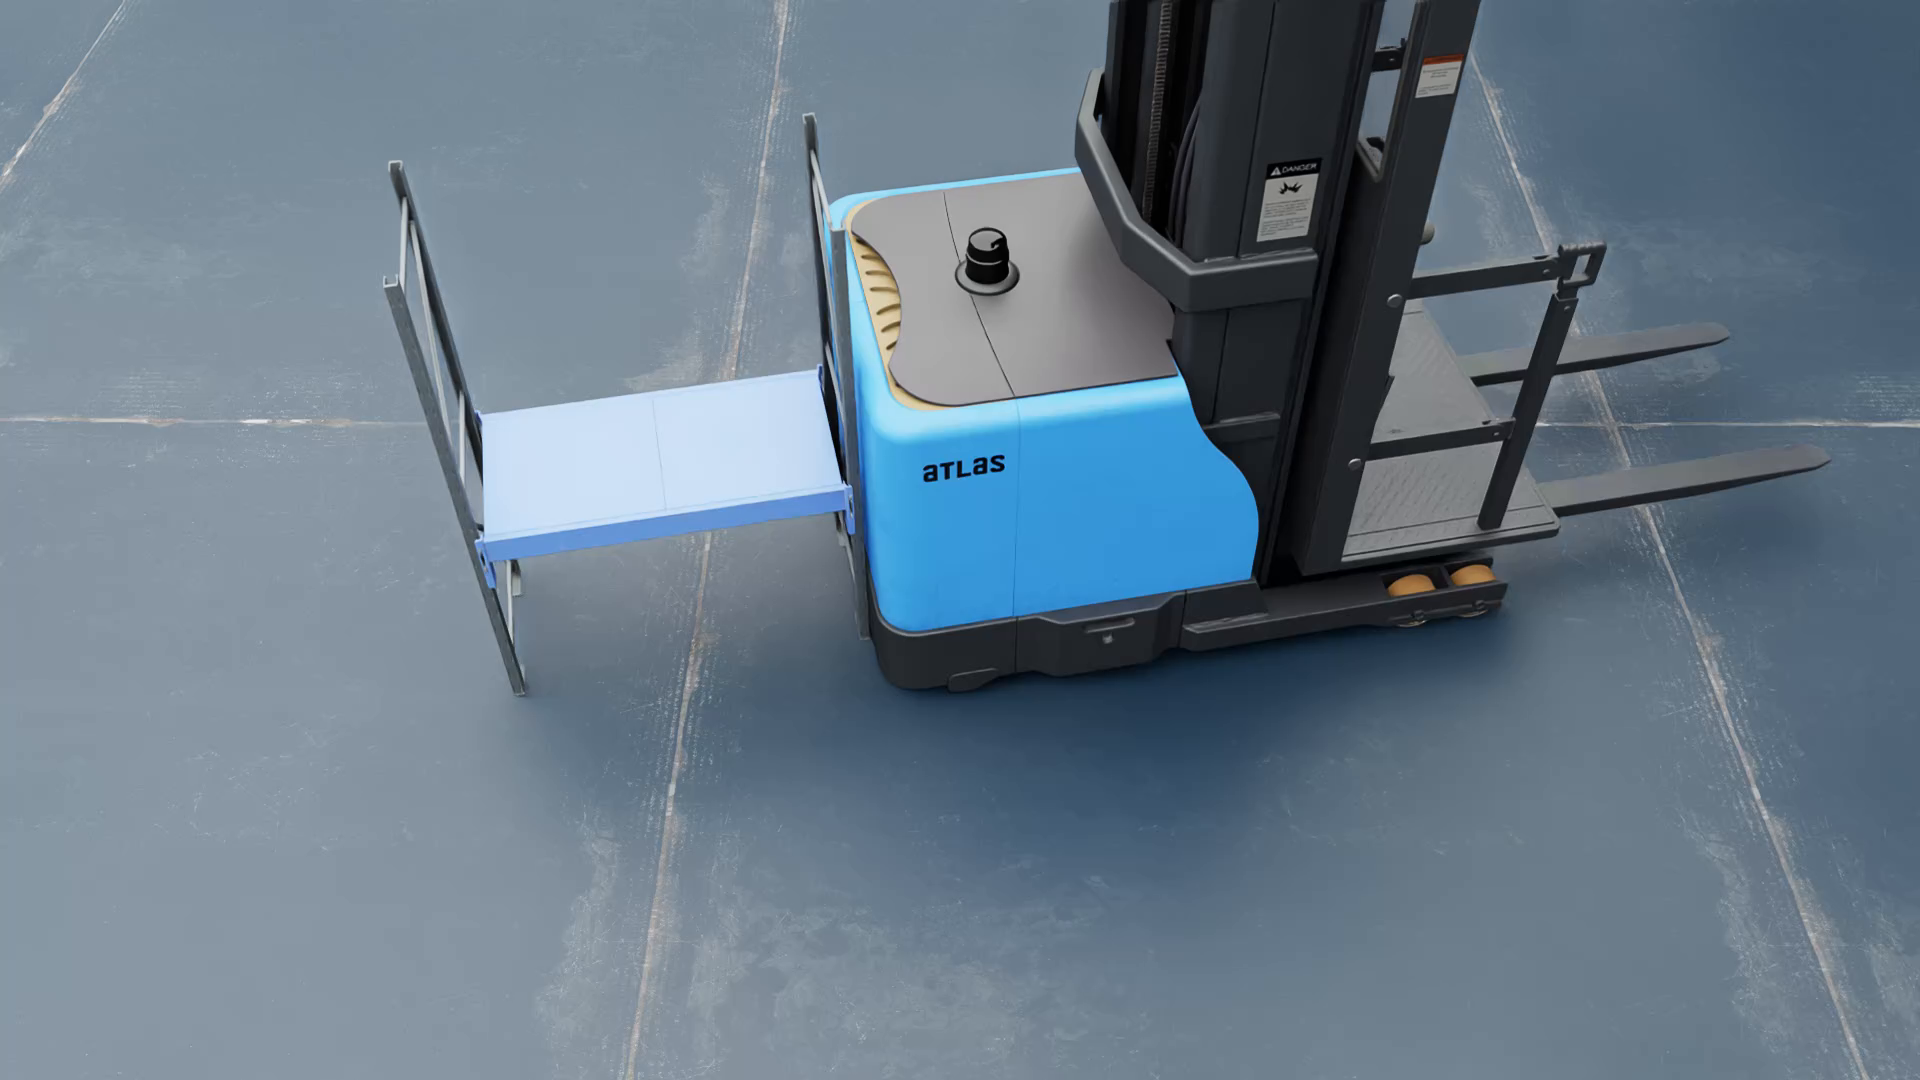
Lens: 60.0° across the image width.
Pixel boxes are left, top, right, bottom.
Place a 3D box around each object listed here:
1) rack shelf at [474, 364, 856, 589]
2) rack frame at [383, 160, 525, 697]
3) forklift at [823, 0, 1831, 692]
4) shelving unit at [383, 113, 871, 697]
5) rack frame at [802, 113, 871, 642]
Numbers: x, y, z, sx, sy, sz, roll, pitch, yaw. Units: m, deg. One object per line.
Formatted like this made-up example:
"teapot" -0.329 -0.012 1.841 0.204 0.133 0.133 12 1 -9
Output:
"rack shelf" -0.831 -0.190 4.648 1.000 0.185 0.538 -9 48 -8
"rack frame" -1.329 -0.237 4.446 0.032 1.500 0.500 -9 48 -8
"forklift" 1.164 -1.109 4.280 3.031 2.935 1.130 -9 48 -8
"shelving unit" -0.831 -0.313 4.516 1.048 1.500 0.538 -9 48 -8
"rack frame" -0.334 -0.389 4.587 0.032 1.500 0.500 -9 48 -8
